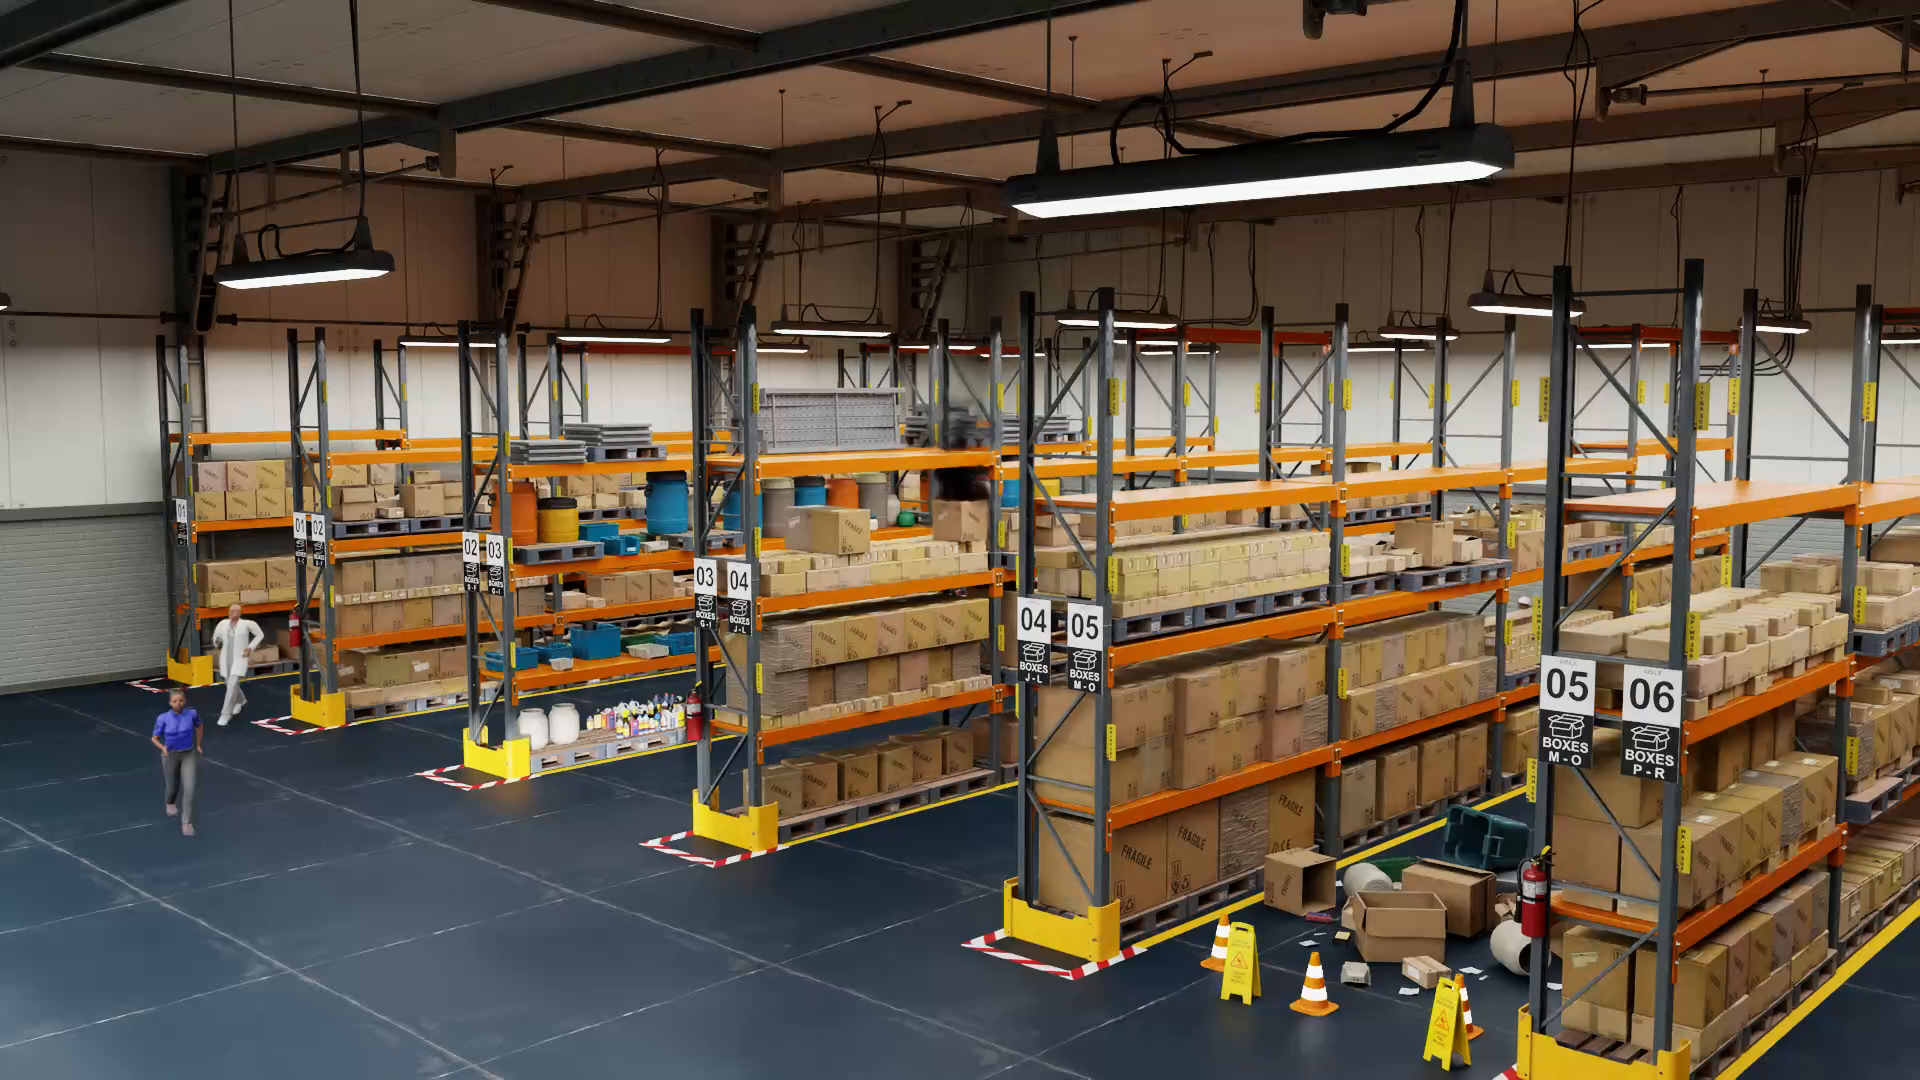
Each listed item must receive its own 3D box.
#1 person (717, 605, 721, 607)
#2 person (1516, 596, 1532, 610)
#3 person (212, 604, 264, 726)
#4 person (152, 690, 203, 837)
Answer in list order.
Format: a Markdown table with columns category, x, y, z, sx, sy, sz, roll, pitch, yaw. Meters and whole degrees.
| category | x | y | z | sx | sy | sz | roll | pitch | yaw |
| --- | --- | --- | --- | --- | --- | --- | --- | --- | --- |
| person | -5.157 | 1.024 | 34.353 | 0.701 | 1.764 | 1.064 | 4 | 7 | 36 |
| person | 9.139 | 1.787 | 26.681 | 0.834 | 1.788 | 0.693 | -4 | 7 | -36 |
| person | -11.106 | 1.883 | 25.530 | 0.713 | 1.820 | 0.939 | 1 | 5 | 6 |
| person | -9.074 | 2.543 | 19.315 | 0.564 | 1.655 | 0.876 | -3 | 6 | -31 |
